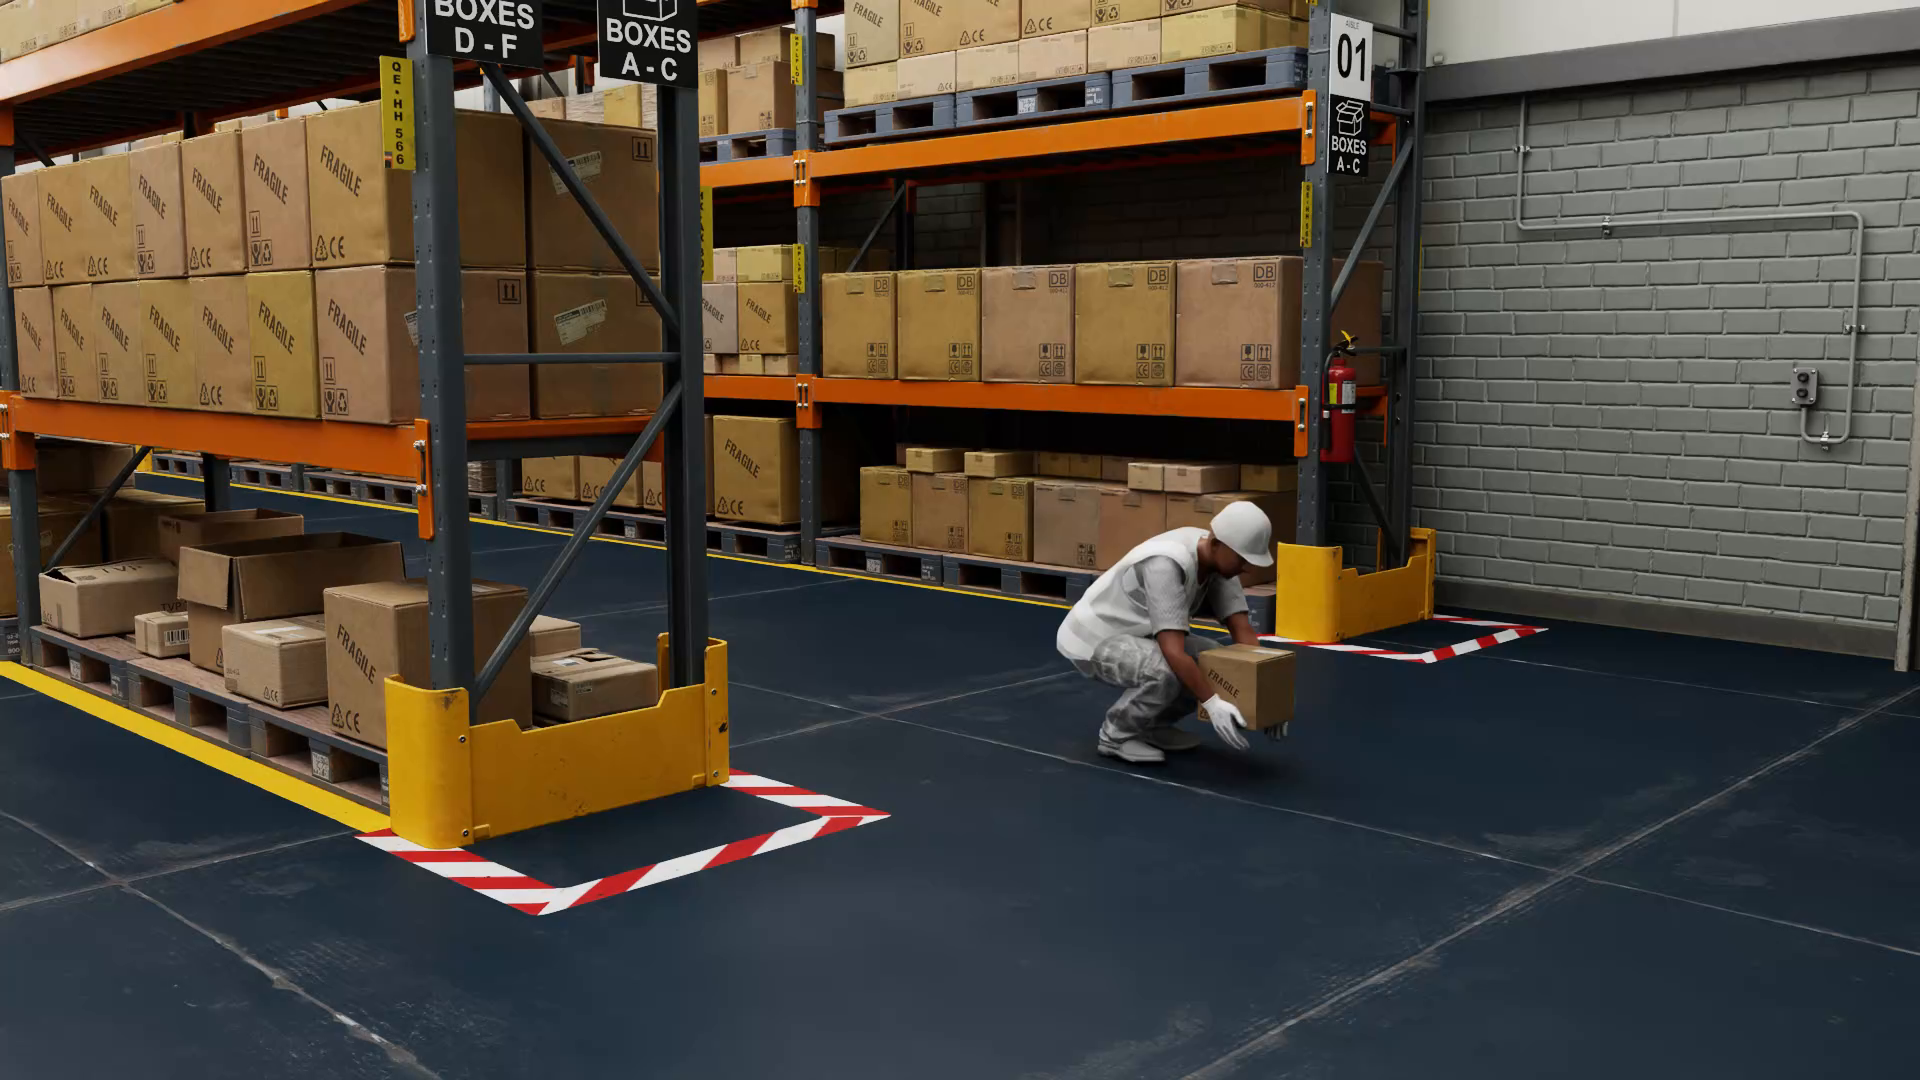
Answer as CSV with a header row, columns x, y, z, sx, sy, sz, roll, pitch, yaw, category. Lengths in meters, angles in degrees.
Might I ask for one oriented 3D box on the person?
x,y,z,sx,sy,sz,roll,pitch,yaw,category
0.806,0.335,6.239,0.895,0.991,0.567,7,10,43,person
